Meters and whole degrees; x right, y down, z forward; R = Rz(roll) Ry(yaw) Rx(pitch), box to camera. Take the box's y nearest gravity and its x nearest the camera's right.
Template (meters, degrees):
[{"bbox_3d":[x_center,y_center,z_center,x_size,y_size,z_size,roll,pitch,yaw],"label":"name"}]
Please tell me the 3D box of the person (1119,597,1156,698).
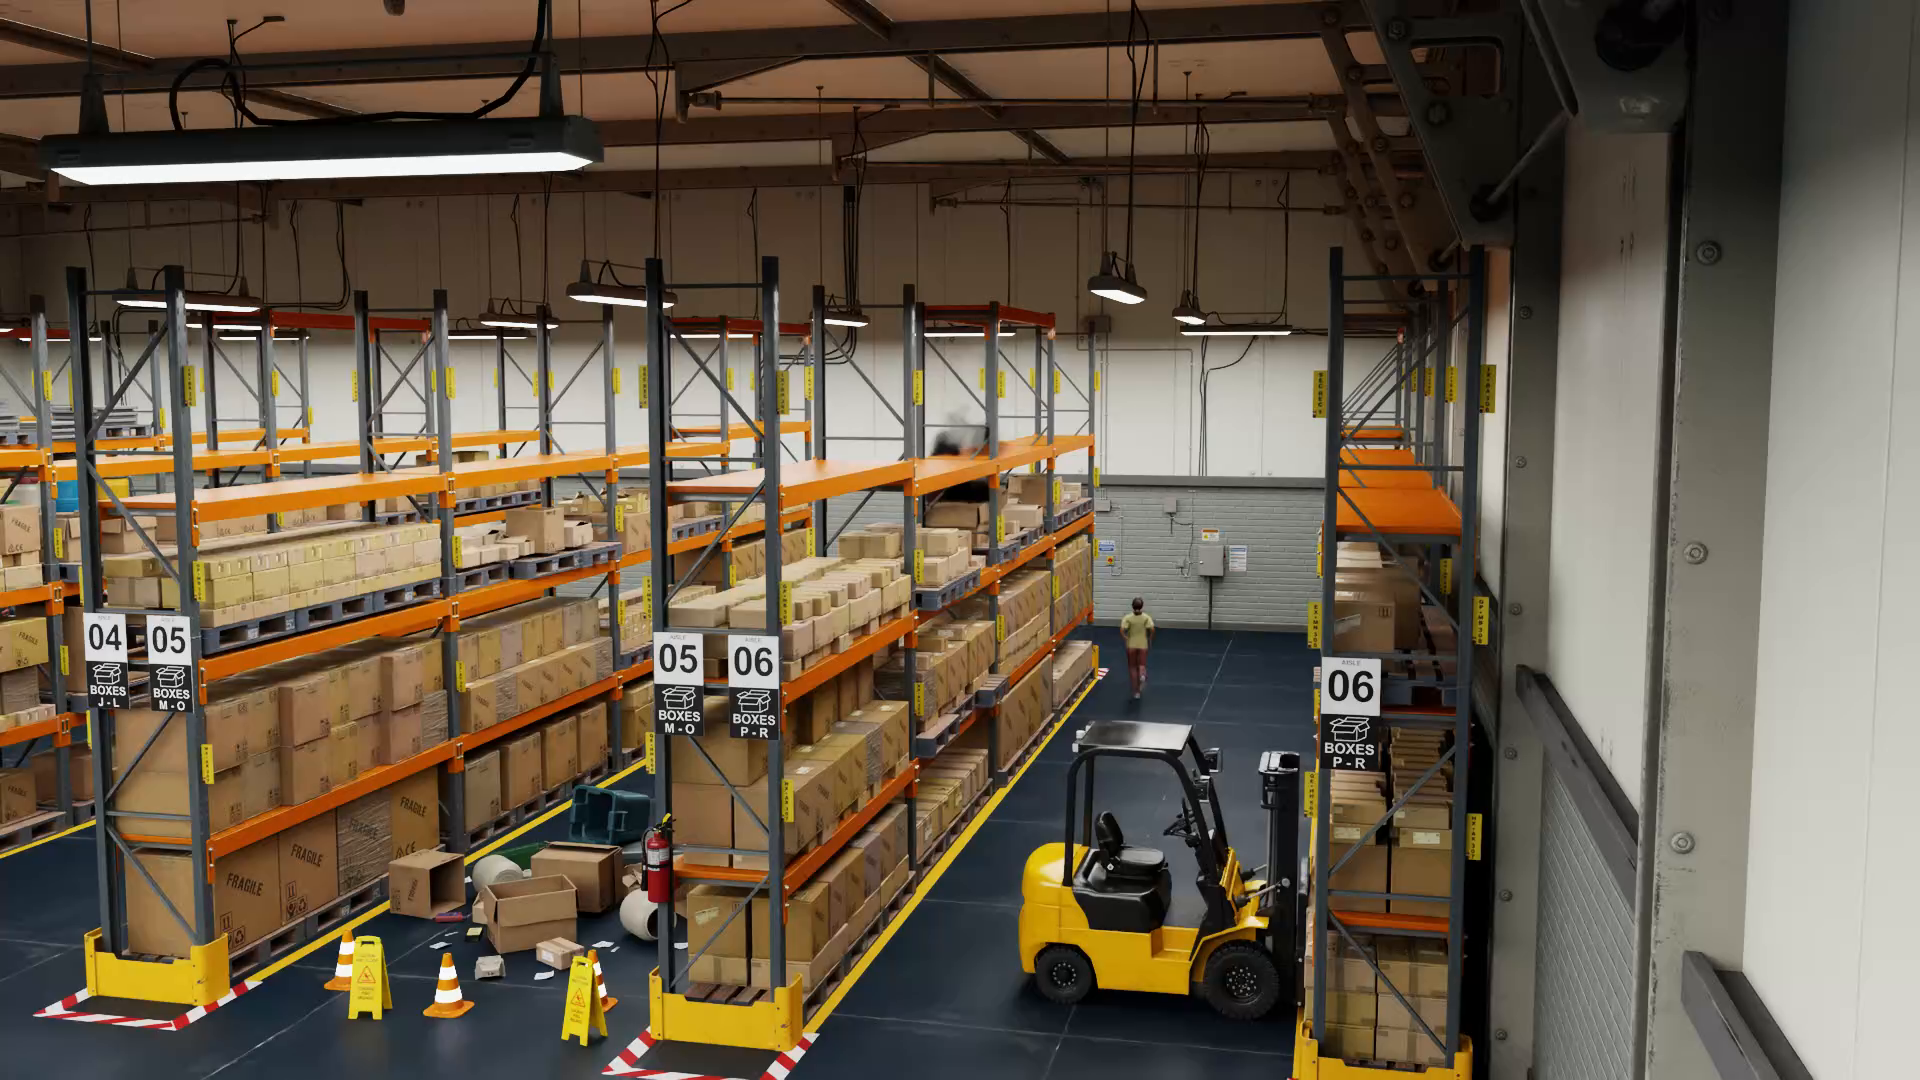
[{"bbox_3d":[2.794,1.711,26.248,0.581,1.626,0.553,0,6,3],"label":"person"}]
